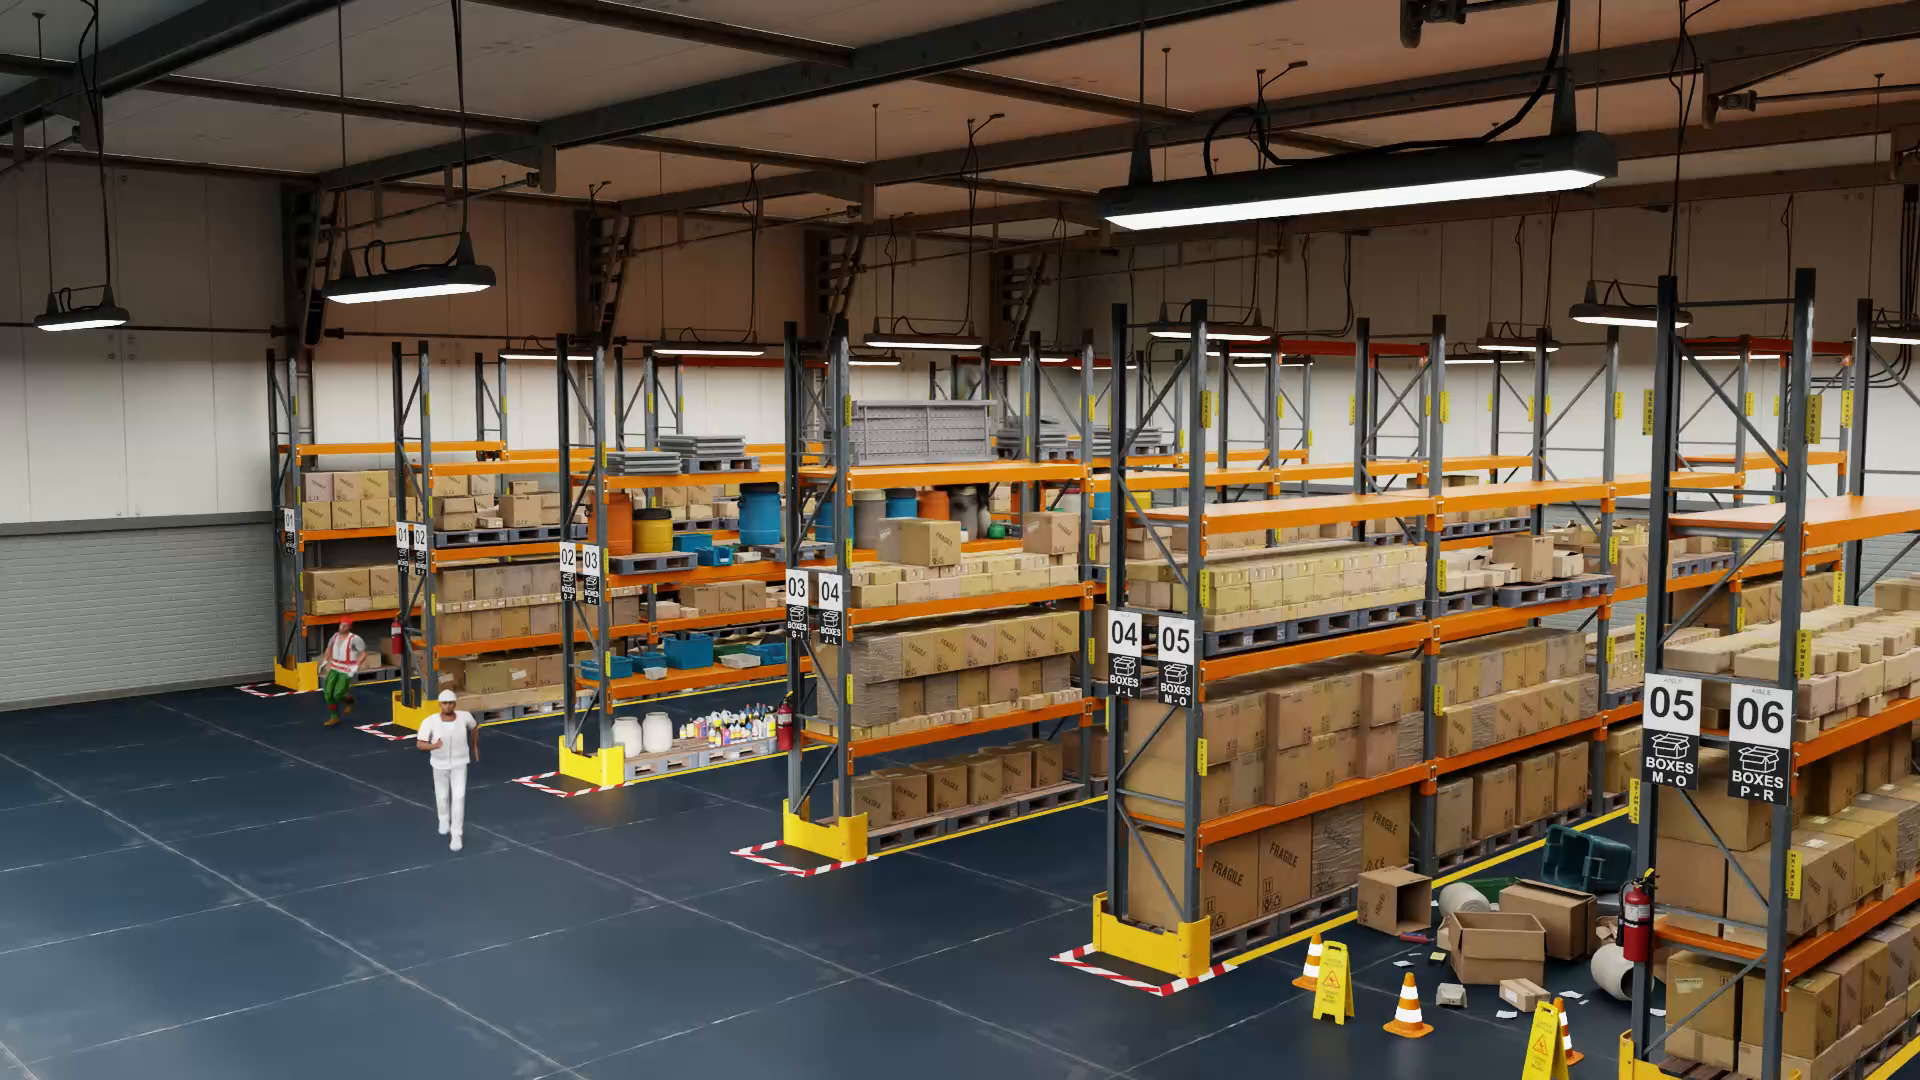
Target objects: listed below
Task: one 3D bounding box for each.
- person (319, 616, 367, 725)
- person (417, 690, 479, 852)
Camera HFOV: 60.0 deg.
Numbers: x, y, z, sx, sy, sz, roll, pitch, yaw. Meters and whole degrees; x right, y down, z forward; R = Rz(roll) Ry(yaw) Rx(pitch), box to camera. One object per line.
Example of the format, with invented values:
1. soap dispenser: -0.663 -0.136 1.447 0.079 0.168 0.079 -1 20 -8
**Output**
1. person: -9.699 2.050 26.211 0.702 1.727 0.573 1 5 17
2. person: -5.890 2.598 19.155 0.688 1.781 0.950 -2 5 -19
